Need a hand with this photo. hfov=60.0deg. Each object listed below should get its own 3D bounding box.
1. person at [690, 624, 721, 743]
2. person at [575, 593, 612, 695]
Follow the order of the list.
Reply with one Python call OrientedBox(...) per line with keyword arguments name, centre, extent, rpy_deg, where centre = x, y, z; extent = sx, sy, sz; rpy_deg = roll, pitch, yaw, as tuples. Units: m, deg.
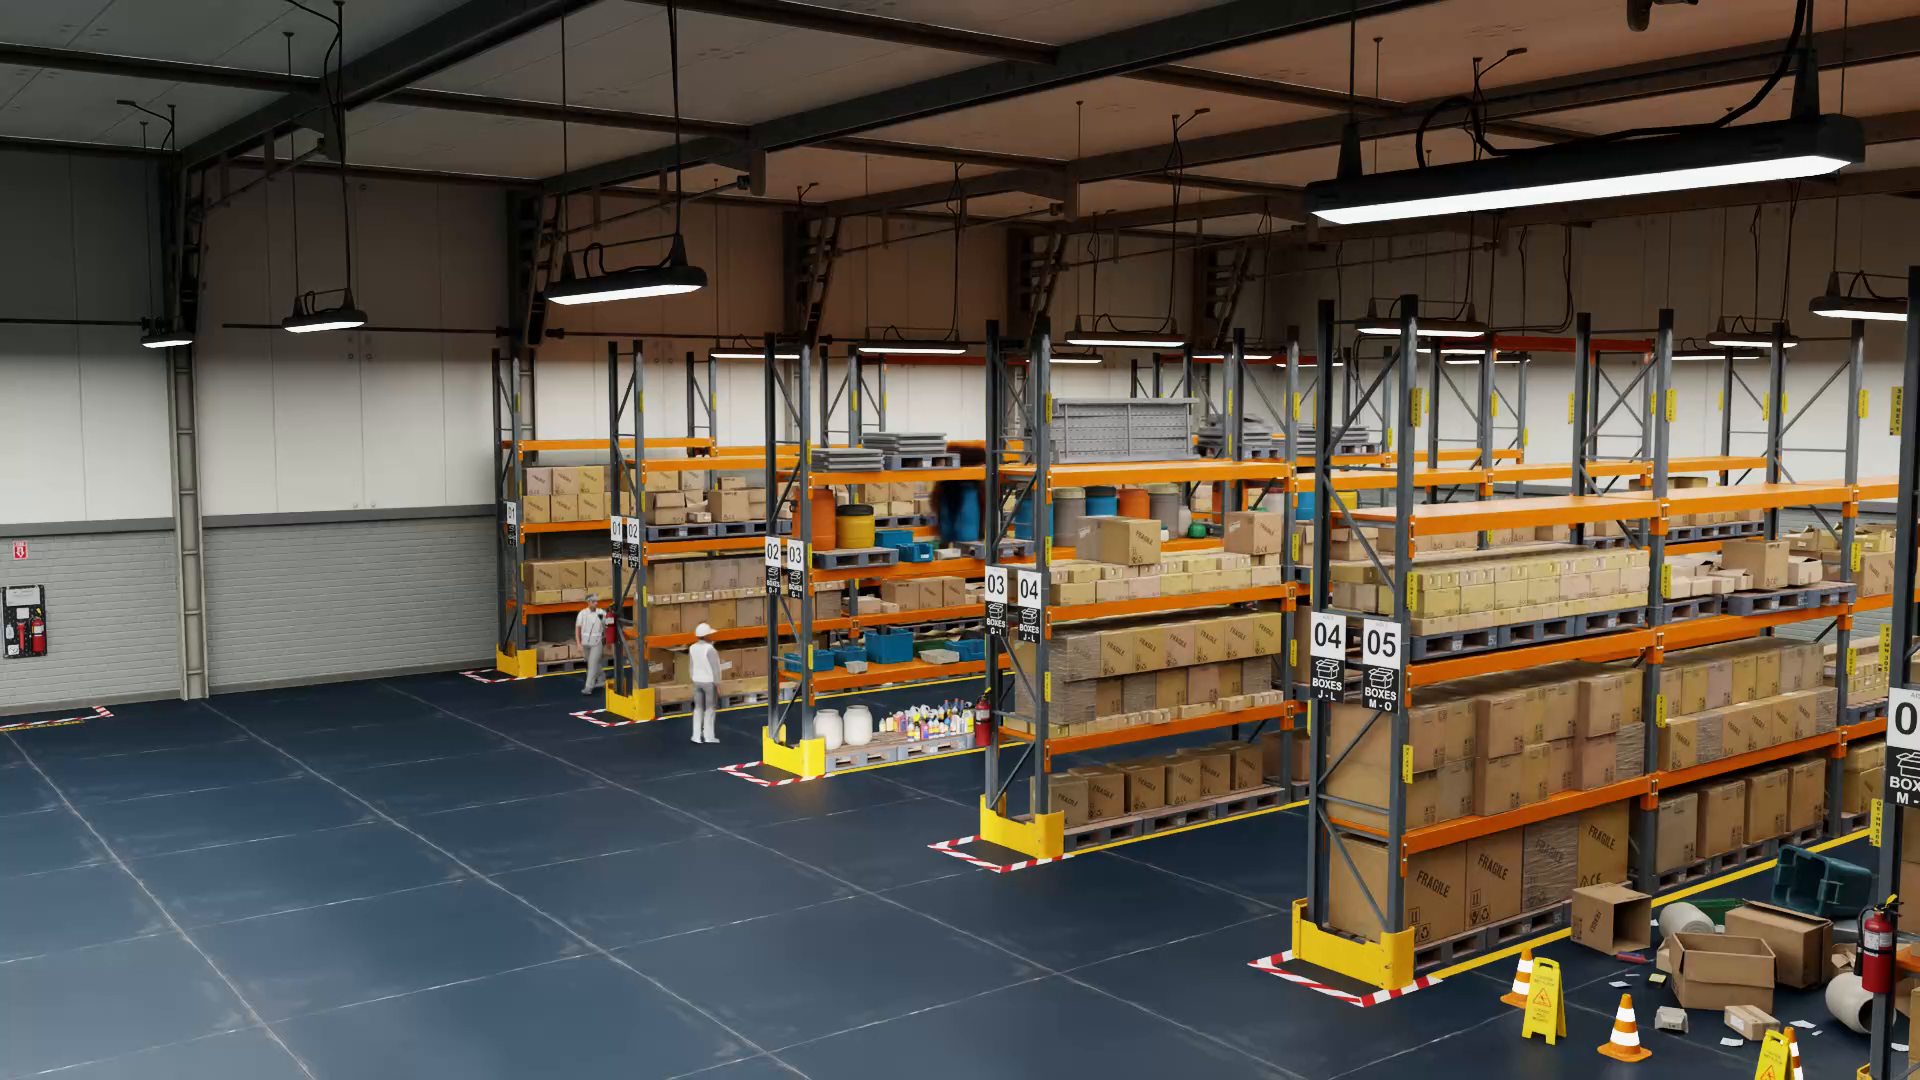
OrientedBox(name="person", centre=(-3.772, 2.125, 24.648), extent=(0.585, 1.798, 0.392), rpy_deg=(3, 6, 30))
OrientedBox(name="person", centre=(-6.370, 1.775, 28.789), extent=(0.521, 1.729, 1.060), rpy_deg=(2, 5, 21))
